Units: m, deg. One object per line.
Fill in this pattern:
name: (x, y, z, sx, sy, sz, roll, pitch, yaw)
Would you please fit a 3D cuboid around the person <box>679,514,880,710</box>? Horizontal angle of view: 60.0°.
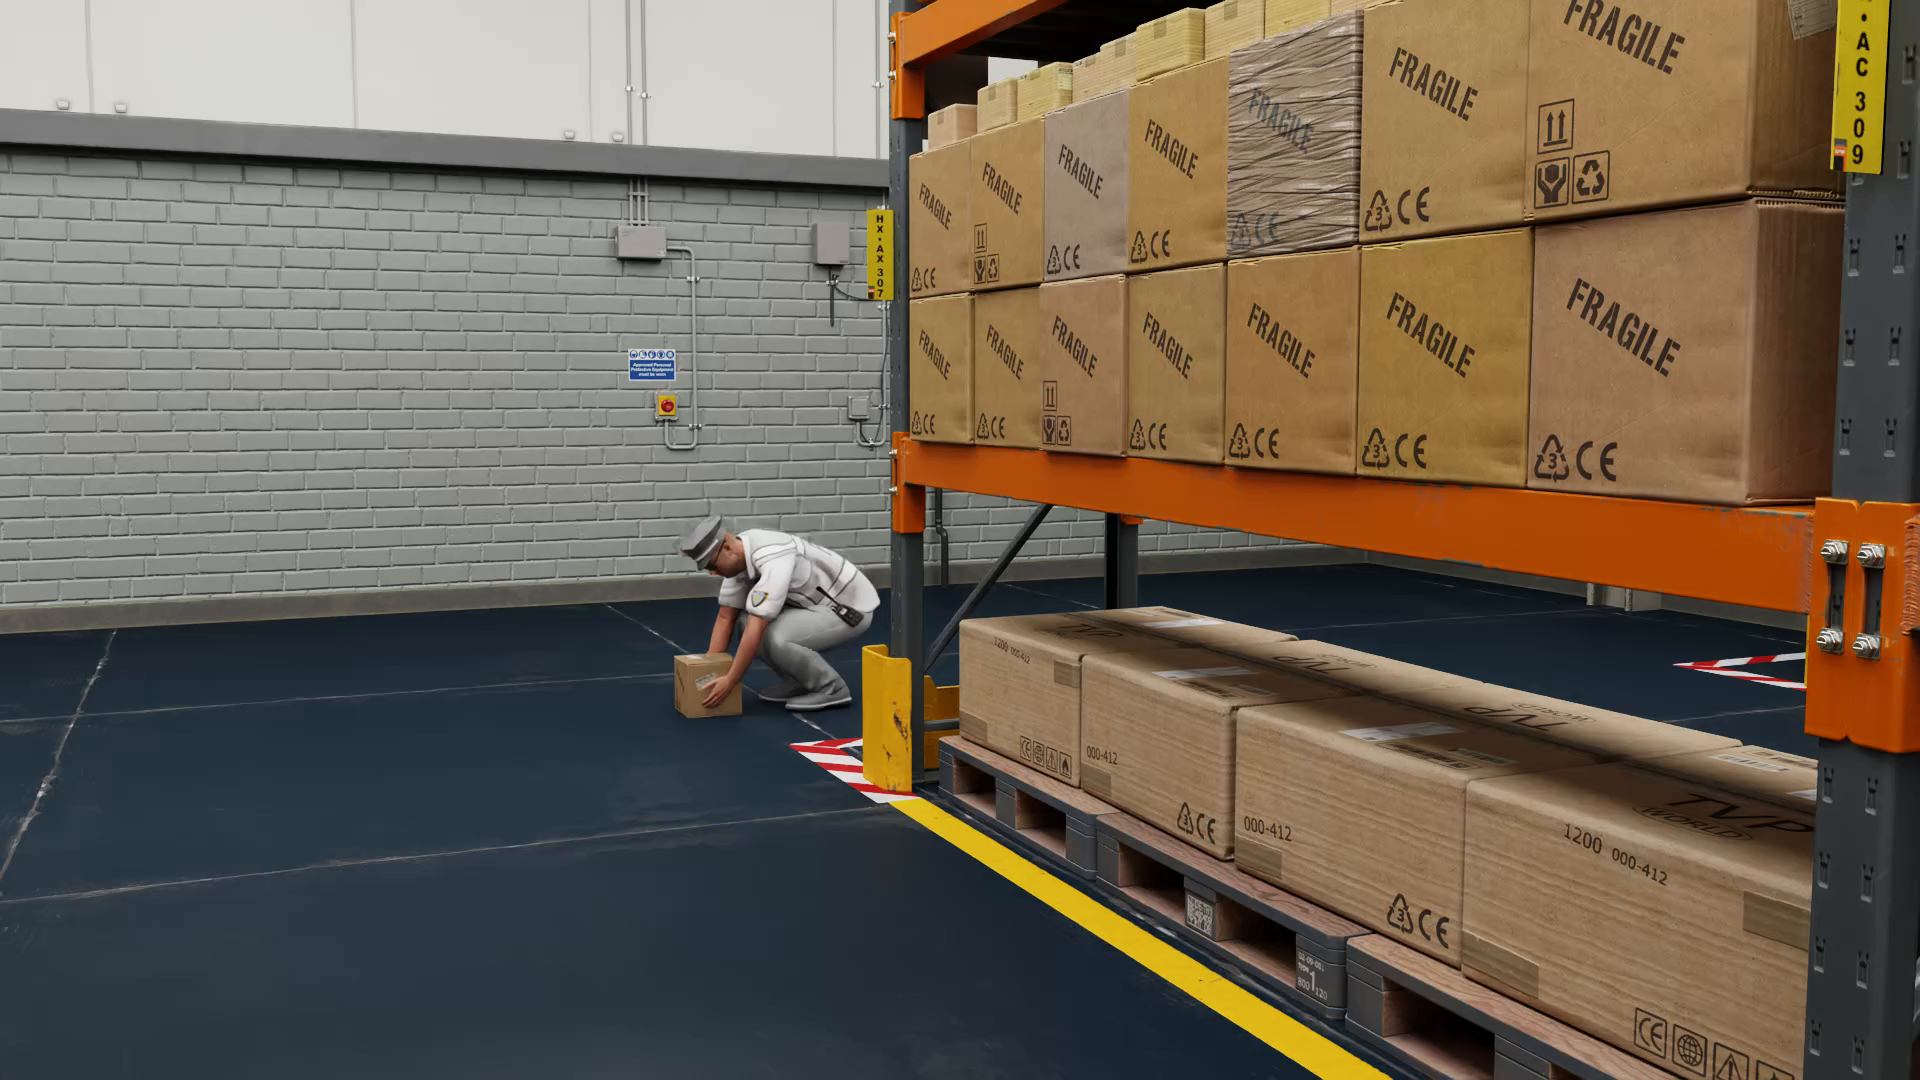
person: (-0.844, 0.328, 7.738, 0.955, 0.918, 0.554, -2, 6, -24)
